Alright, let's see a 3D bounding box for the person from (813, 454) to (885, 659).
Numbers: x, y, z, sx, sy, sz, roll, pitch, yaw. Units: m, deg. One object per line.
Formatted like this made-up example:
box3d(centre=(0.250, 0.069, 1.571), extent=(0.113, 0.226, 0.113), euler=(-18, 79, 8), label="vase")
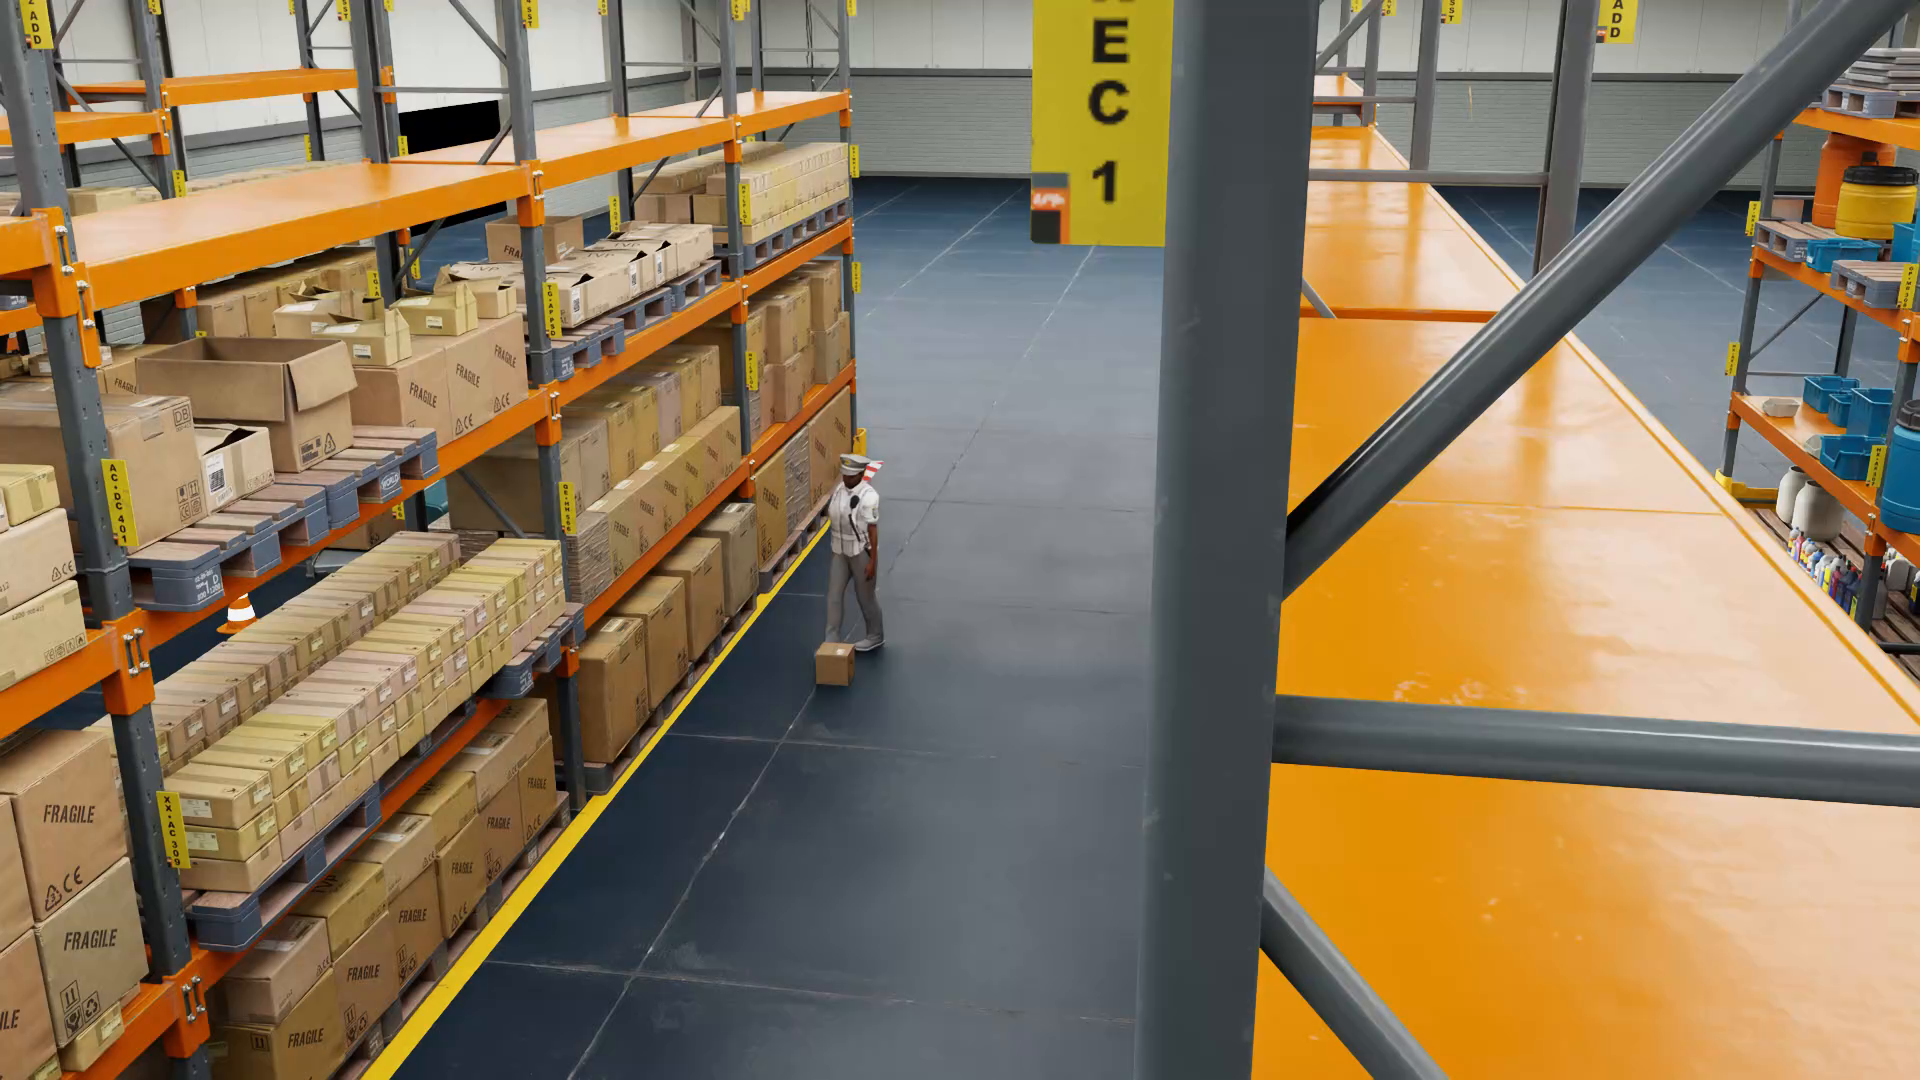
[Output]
box3d(centre=(-0.882, 0.136, 13.054), extent=(0.459, 1.656, 0.676), euler=(13, 22, 35), label="person")
